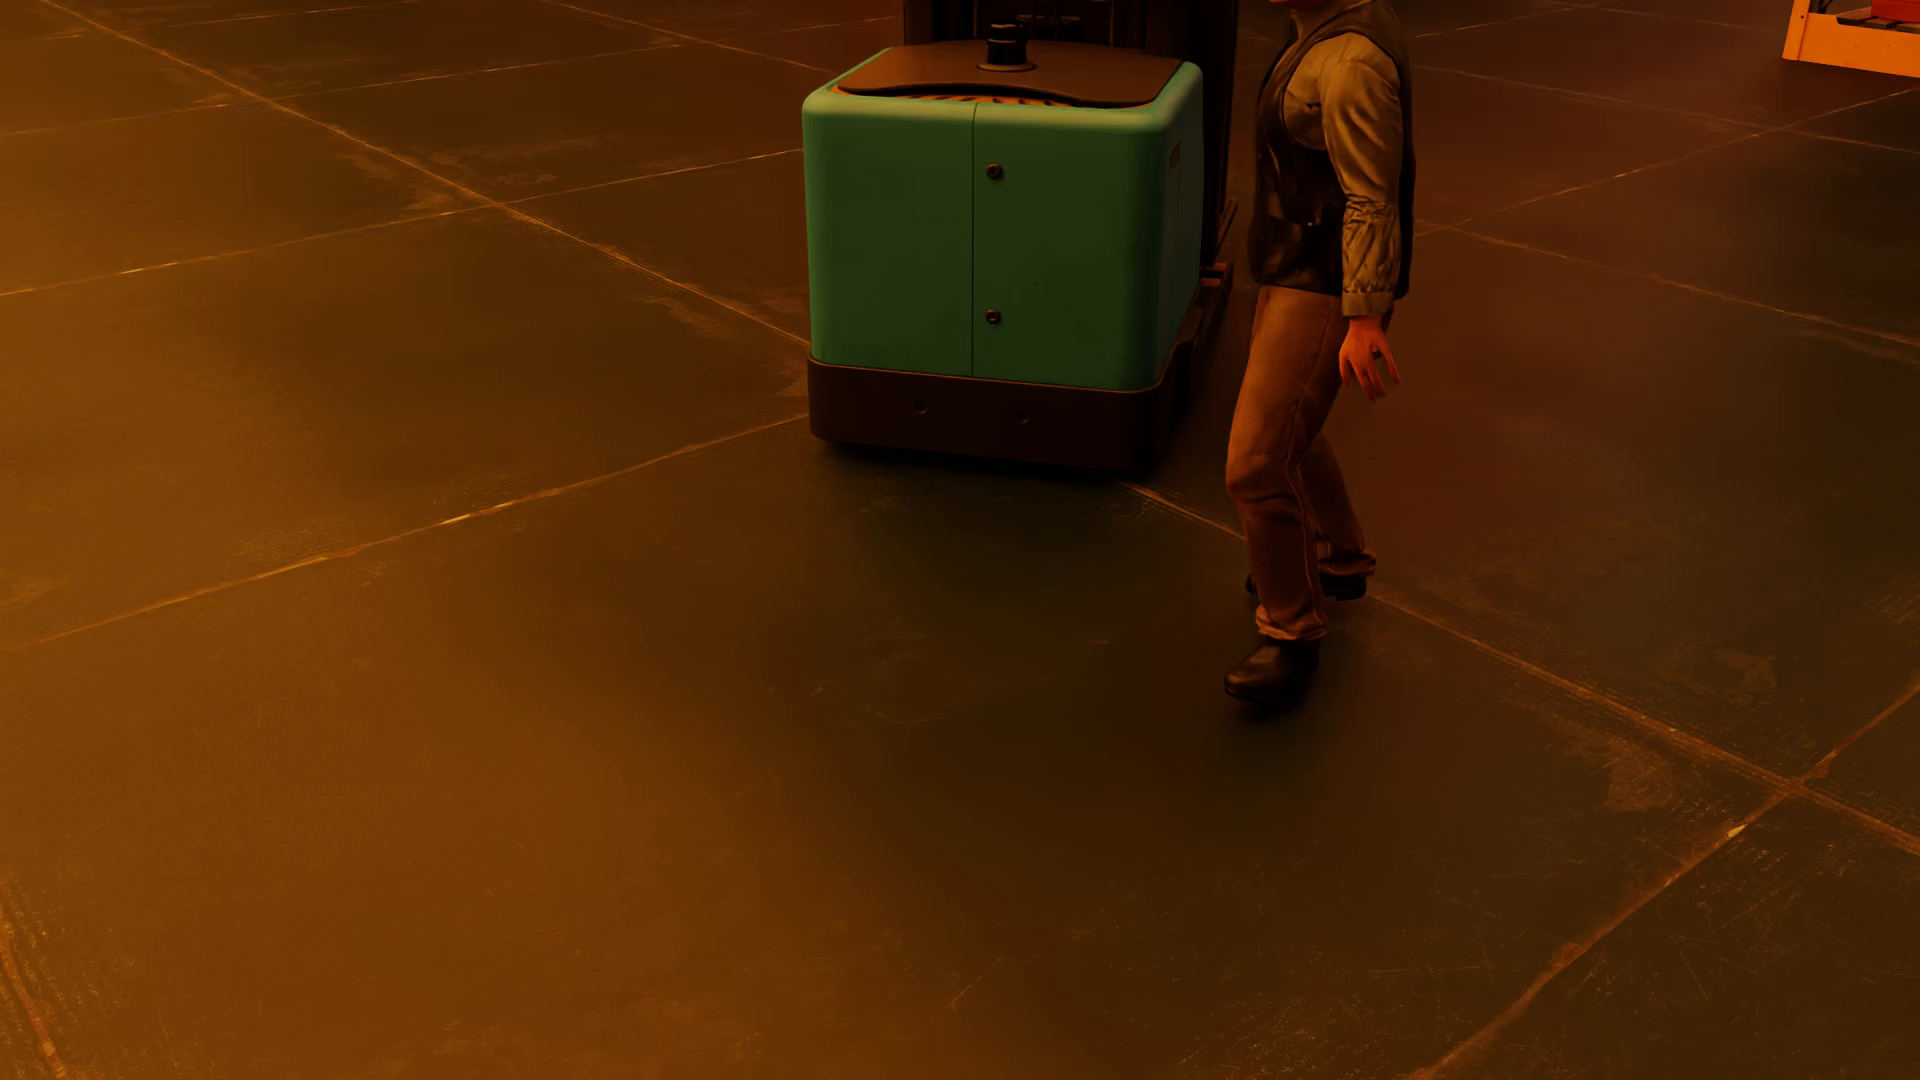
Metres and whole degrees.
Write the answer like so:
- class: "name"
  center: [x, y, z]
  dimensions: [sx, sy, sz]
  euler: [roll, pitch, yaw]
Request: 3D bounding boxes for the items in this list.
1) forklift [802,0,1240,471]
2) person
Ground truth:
- class: "forklift"
  center: [0.412, -2.144, 5.524]
  dimensions: [1.130, 2.935, 3.031]
  euler: [7, 27, 13]
- class: "person"
  center: [0.808, -0.555, 3.663]
  dimensions: [0.399, 1.689, 0.860]
  euler: [3, 27, 7]
